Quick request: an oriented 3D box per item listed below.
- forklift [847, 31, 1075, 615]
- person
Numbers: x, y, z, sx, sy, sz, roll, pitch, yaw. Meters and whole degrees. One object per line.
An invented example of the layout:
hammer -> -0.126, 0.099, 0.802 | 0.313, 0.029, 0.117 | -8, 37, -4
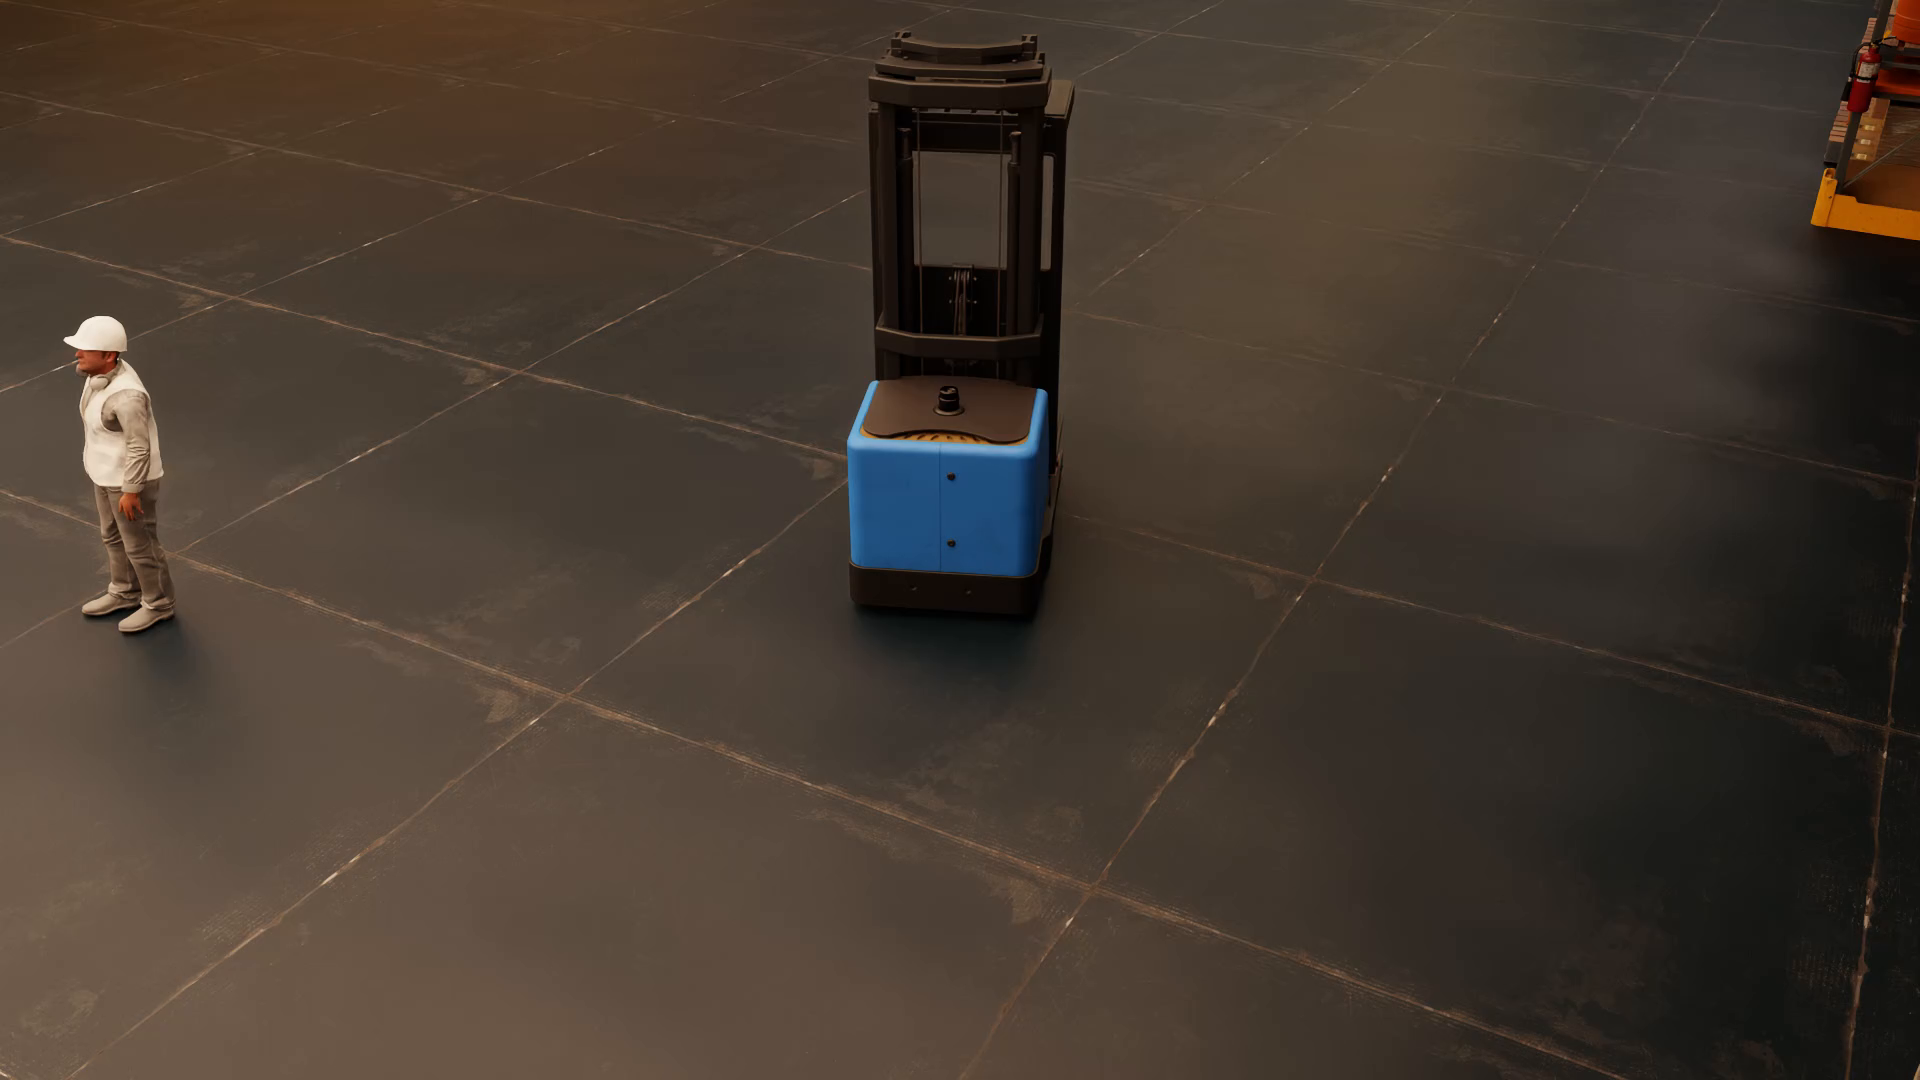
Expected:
forklift -> 0.072, -1.572, 9.794 | 1.130, 2.935, 3.031 | 3, 30, 6
person -> -4.496, -0.333, 8.790 | 0.569, 1.773, 0.632 | -22, 36, -32
